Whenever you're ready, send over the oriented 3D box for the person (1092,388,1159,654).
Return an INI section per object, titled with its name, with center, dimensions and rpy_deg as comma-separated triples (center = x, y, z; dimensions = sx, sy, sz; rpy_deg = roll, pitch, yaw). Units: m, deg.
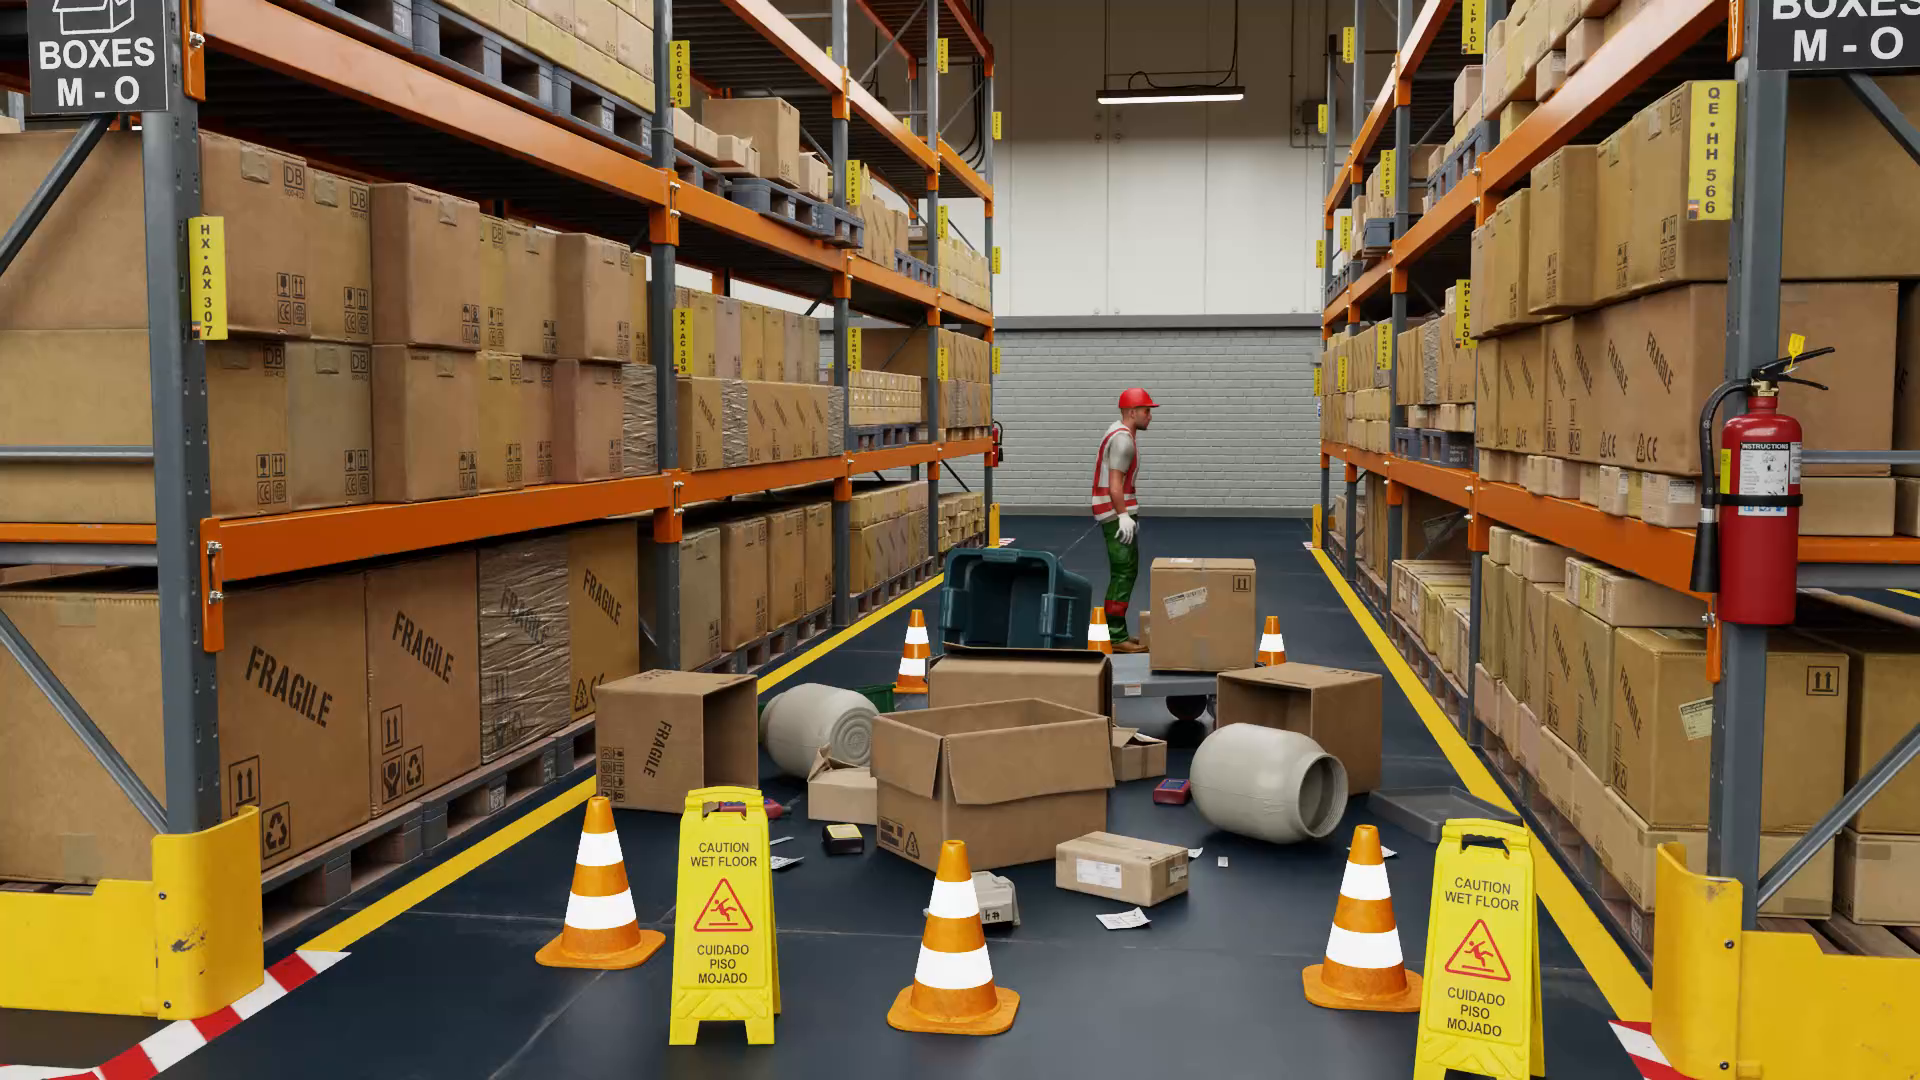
[person]
center = 1.121, -0.138, 11.278
dimensions = 0.454, 1.779, 0.609
rpy_deg = 1, 4, 8
